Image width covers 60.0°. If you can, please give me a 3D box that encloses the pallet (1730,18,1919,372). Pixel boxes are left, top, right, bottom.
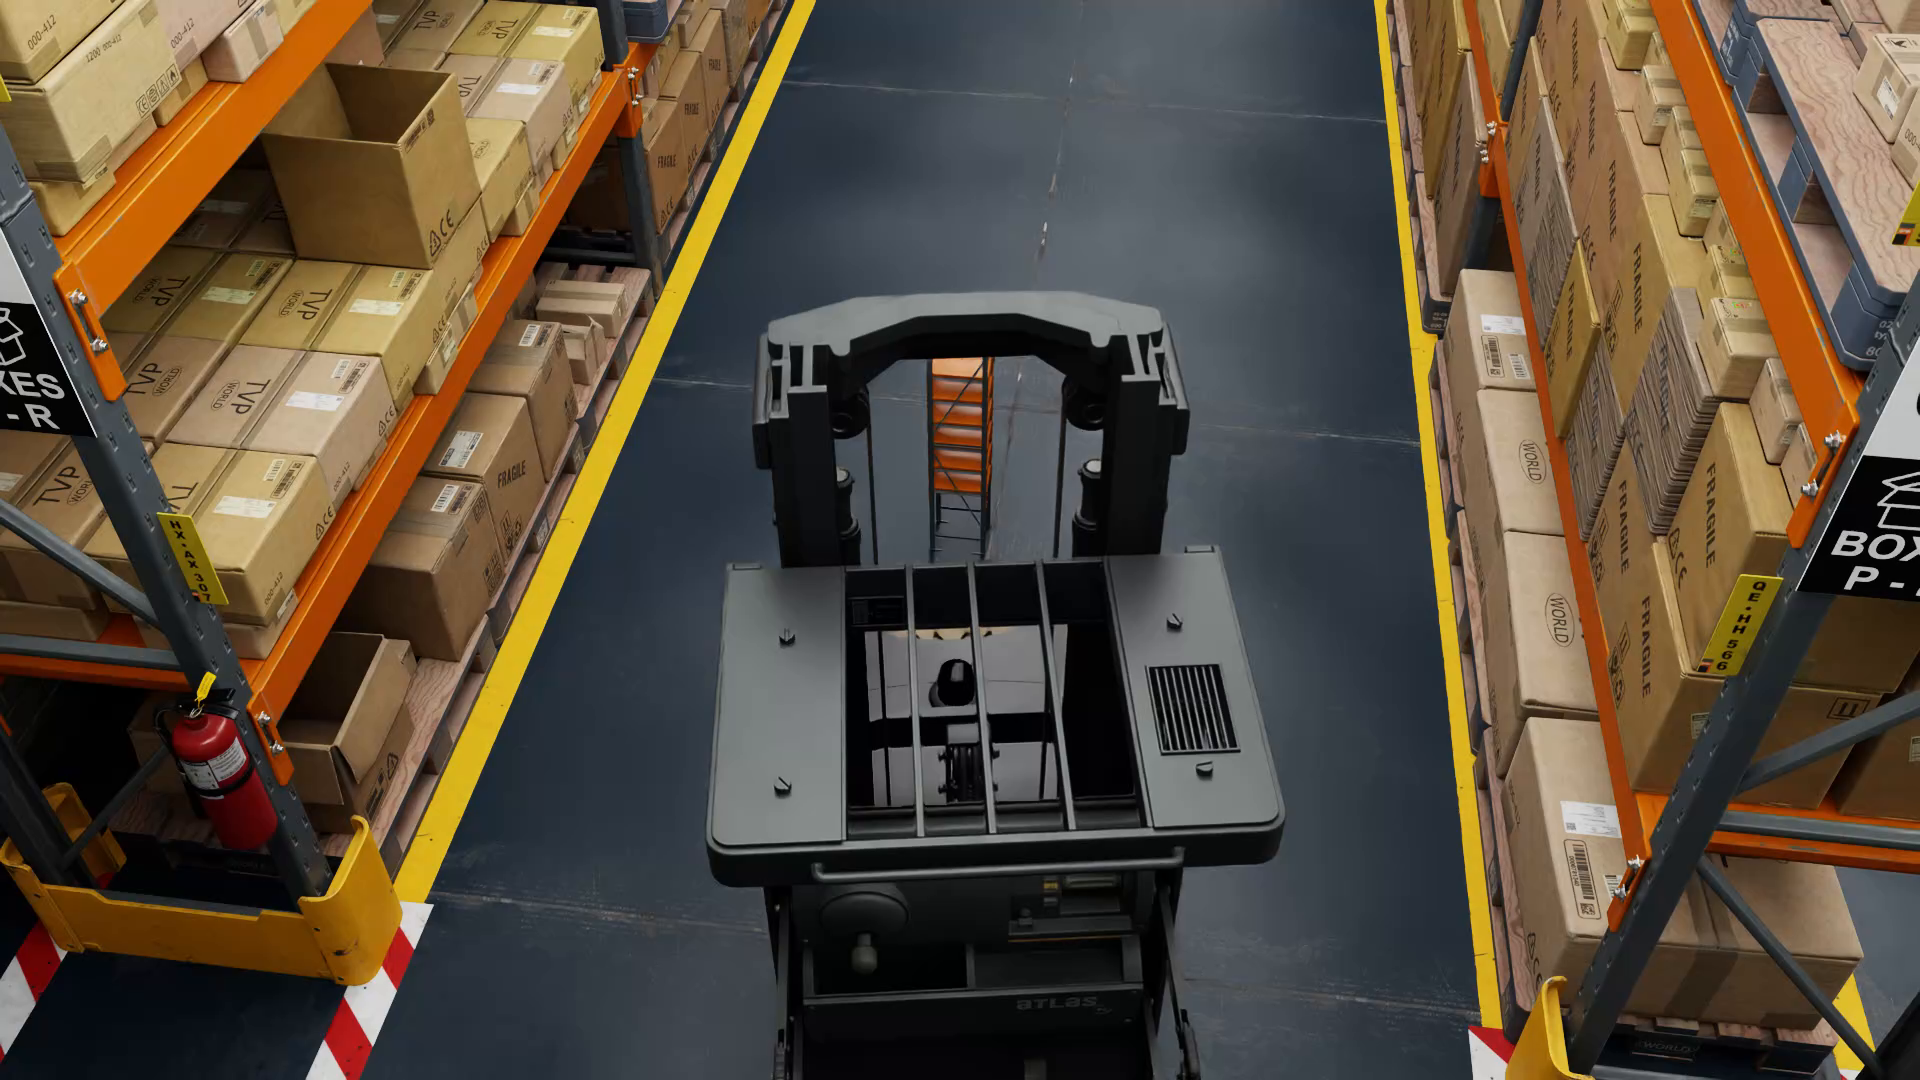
[{"bbox_3d":[2.437,-0.797,3.815,1.003,0.211,1.213,5,44,6],"label":"pallet"}]

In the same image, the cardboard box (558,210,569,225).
[{"bbox_3d":[-2.271,-2.015,8.731,0.500,0.500,0.500,5,44,5],"label":"cardboard box"}]

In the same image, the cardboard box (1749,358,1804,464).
[{"bbox_3d":[2.208,-0.306,4.142,0.380,0.149,0.250,6,44,6],"label":"cardboard box"}]

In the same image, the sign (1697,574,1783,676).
[{"bbox_3d":[1.813,0.201,3.864,0.100,0.325,0.005,5,44,6],"label":"sign"}]

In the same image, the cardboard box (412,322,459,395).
[{"bbox_3d":[-2.037,-0.664,5.974,0.380,0.149,0.250,4,44,4],"label":"cardboard box"}]

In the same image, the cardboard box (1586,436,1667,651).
[{"bbox_3d":[2.232,0.037,4.979,0.500,0.500,0.500,4,44,5],"label":"cardboard box"}]

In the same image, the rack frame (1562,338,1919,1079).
[{"bbox_3d":[2.349,0.766,4.281,1.000,3.000,0.127,5,44,6],"label":"rack frame"}]

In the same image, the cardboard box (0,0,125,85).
[{"bbox_3d":[-2.264,-1.286,3.796,0.500,0.250,0.500,5,44,5],"label":"cardboard box"}]

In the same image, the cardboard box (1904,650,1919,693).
[{"bbox_3d":[2.695,0.066,4.221,0.500,0.500,0.500,4,44,5],"label":"cardboard box"}]

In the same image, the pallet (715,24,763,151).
[{"bbox_3d":[-1.814,-2.787,10.062,1.003,0.211,1.213,5,44,6],"label":"pallet"}]

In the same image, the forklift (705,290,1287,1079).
[{"bbox_3d":[0.048,0.985,4.100,1.130,2.935,3.031,-2,43,-2],"label":"forklift"}]

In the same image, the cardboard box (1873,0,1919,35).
[{"bbox_3d":[2.596,-1.495,4.174,0.500,0.311,0.500,6,44,6],"label":"cardboard box"}]

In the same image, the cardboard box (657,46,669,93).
[{"bbox_3d":[-1.749,-2.481,8.751,0.380,0.149,0.250,3,44,3],"label":"cardboard box"}]

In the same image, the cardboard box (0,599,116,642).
[{"bbox_3d":[-2.794,0.159,5.106,0.380,0.149,0.250,5,44,5],"label":"cardboard box"}]

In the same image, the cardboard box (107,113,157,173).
[{"bbox_3d":[-2.290,-1.057,4.208,0.380,0.149,0.250,6,44,6],"label":"cardboard box"}]

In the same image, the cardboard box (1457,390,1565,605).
[{"bbox_3d":[2.571,-0.153,6.811,0.875,0.438,0.875,4,44,4],"label":"cardboard box"}]

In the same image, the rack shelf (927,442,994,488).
[{"bbox_3d":[0.002,-0.326,6.983,0.258,0.103,0.180,5,44,6],"label":"rack shelf"}]

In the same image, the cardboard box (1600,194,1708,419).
[{"bbox_3d":[2.285,-0.679,5.007,0.500,0.500,0.500,5,44,5],"label":"cardboard box"}]

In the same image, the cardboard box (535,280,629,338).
[{"bbox_3d":[-1.825,-1.119,8.041,0.380,0.149,0.250,4,44,4],"label":"cardboard box"}]

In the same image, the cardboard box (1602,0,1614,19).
[{"bbox_3d":[2.475,-1.885,5.810,0.380,0.149,0.250,5,44,5],"label":"cardboard box"}]

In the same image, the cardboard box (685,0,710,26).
[{"bbox_3d":[-1.621,-3.005,9.304,0.380,0.149,0.250,7,44,7],"label":"cardboard box"}]

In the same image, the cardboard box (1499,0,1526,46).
[{"bbox_3d":[2.695,-2.409,7.380,0.500,0.250,0.500,5,44,5],"label":"cardboard box"}]

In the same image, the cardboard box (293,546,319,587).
[{"bbox_3d":[-2.269,0.032,5.239,0.380,0.149,0.250,6,44,7],"label":"cardboard box"}]

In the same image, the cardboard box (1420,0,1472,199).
[{"bbox_3d":[2.992,-2.387,8.851,0.875,0.875,0.875,6,44,7],"label":"cardboard box"}]

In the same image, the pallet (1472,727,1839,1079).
[{"bbox_3d":[2.377,1.227,5.823,1.003,0.211,1.213,5,44,6],"label":"pallet"}]

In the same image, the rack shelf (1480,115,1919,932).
[{"bbox_3d":[2.613,-0.335,5.968,1.077,0.370,4.000,5,44,6],"label":"rack shelf"}]

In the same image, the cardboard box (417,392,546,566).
[{"bbox_3d":[-2.076,-0.266,6.884,0.500,0.500,0.500,6,44,6],"label":"cardboard box"}]

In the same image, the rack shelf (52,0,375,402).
[{"bbox_3d":[-2.307,-1.873,5.410,1.077,0.370,4.000,5,44,6],"label":"rack shelf"}]

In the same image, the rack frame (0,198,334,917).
[{"bbox_3d":[-2.572,0.318,4.755,1.000,3.000,0.127,5,44,6],"label":"rack frame"}]

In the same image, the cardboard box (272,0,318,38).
[{"bbox_3d":[-2.077,-1.570,4.750,0.380,0.149,0.250,5,44,5],"label":"cardboard box"}]

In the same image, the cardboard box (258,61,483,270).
[{"bbox_3d":[-2.047,-1.315,5.827,0.500,0.500,0.500,6,44,7],"label":"cardboard box"}]

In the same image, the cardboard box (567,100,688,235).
[{"bbox_3d":[-1.756,-1.962,8.676,0.500,0.500,0.500,7,44,7],"label":"cardboard box"}]

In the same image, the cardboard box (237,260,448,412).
[{"bbox_3d":[-2.115,-0.710,5.733,0.500,0.250,0.500,4,44,5],"label":"cardboard box"}]

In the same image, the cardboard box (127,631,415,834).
[{"bbox_3d":[-2.397,0.664,5.900,0.797,0.503,0.637,4,44,4],"label":"cardboard box"}]

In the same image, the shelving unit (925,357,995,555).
[{"bbox_3d":[0.002,-0.446,6.870,0.258,1.200,0.189,5,44,6],"label":"shelving unit"}]

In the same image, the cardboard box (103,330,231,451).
[{"bbox_3d":[-2.705,-0.425,5.432,0.500,0.250,0.500,5,44,6],"label":"cardboard box"}]

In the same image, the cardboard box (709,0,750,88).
[{"bbox_3d":[-1.550,-3.019,9.791,0.500,0.500,0.500,4,44,4],"label":"cardboard box"}]

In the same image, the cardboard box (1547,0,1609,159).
[{"bbox_3d":[2.502,-1.713,6.100,0.500,0.500,0.500,5,44,5],"label":"cardboard box"}]

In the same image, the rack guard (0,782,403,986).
[{"bbox_3d":[-2.562,1.174,5.669,1.175,0.500,0.348,5,44,6],"label":"rack guard"}]

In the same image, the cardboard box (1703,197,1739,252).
[{"bbox_3d":[2.337,-0.830,4.695,0.380,0.149,0.250,5,44,5],"label":"cardboard box"}]

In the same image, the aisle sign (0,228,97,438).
[{"bbox_3d":[-2.290,-0.553,3.784,0.394,0.787,0.004,5,44,6],"label":"aisle sign"}]

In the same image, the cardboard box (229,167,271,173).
[{"bbox_3d":[-2.506,-1.455,6.520,0.500,0.250,0.500,6,44,6],"label":"cardboard box"}]

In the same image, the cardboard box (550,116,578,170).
[{"bbox_3d":[-1.858,-1.718,7.088,0.380,0.149,0.250,6,44,7],"label":"cardboard box"}]

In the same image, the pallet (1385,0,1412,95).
[{"bbox_3d":[3.228,-3.143,10.438,1.003,0.211,1.213,5,44,6],"label":"pallet"}]

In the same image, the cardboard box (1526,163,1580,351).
[{"bbox_3d":[2.413,-1.019,6.094,0.500,0.500,0.500,5,44,6],"label":"cardboard box"}]

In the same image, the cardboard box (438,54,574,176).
[{"bbox_3d":[-1.920,-1.750,6.831,0.500,0.250,0.500,5,44,6],"label":"cardboard box"}]

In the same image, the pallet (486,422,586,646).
[{"bbox_3d":[-2.294,-0.094,7.218,1.003,0.211,1.213,5,44,6],"label":"pallet"}]

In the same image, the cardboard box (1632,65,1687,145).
[{"bbox_3d":[2.359,-1.367,5.262,0.380,0.149,0.250,5,44,6],"label":"cardboard box"}]

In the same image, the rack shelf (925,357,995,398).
[{"bbox_3d":[0.002,-0.675,6.653,0.258,0.103,0.180,5,44,6],"label":"rack shelf"}]
